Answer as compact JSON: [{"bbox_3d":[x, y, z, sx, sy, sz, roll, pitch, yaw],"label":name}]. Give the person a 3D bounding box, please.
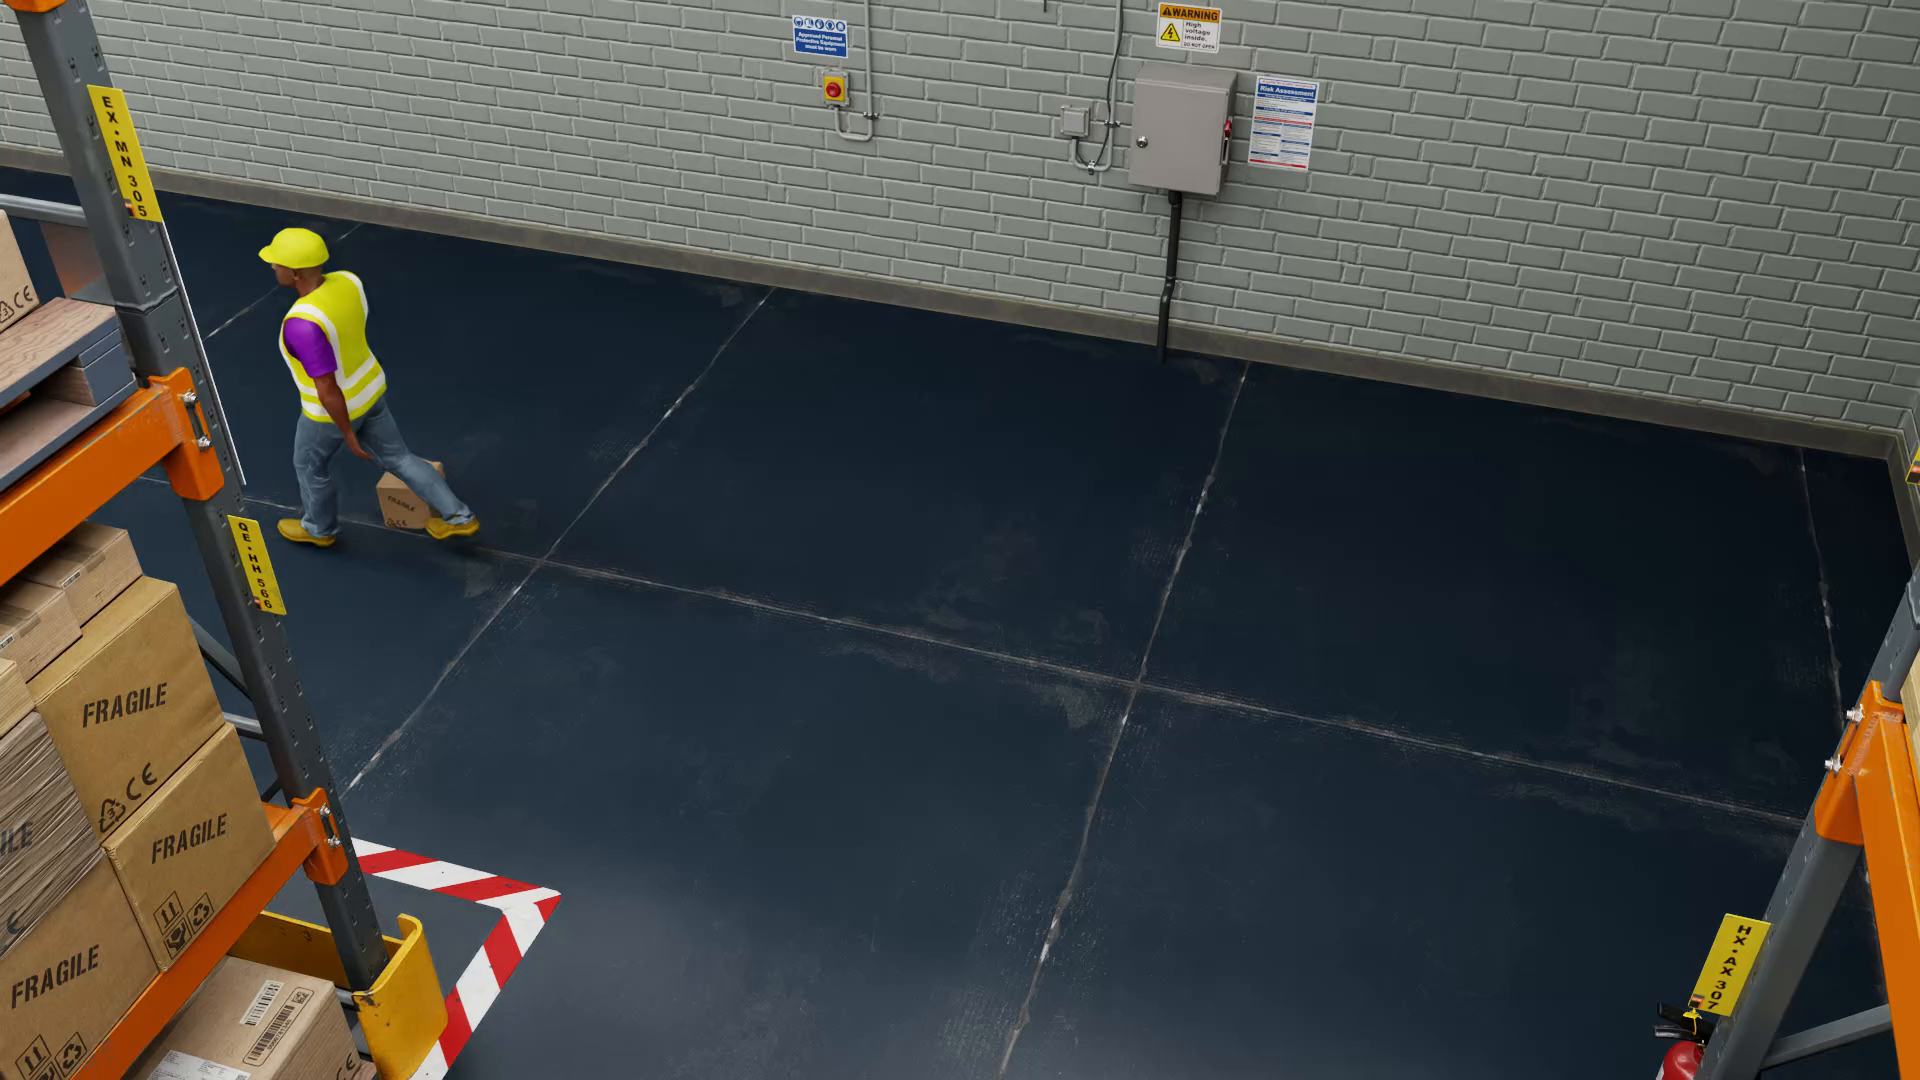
[{"bbox_3d":[-2.882,-0.674,7.780,1.048,1.720,0.590,9,38,12],"label":"person"}]
